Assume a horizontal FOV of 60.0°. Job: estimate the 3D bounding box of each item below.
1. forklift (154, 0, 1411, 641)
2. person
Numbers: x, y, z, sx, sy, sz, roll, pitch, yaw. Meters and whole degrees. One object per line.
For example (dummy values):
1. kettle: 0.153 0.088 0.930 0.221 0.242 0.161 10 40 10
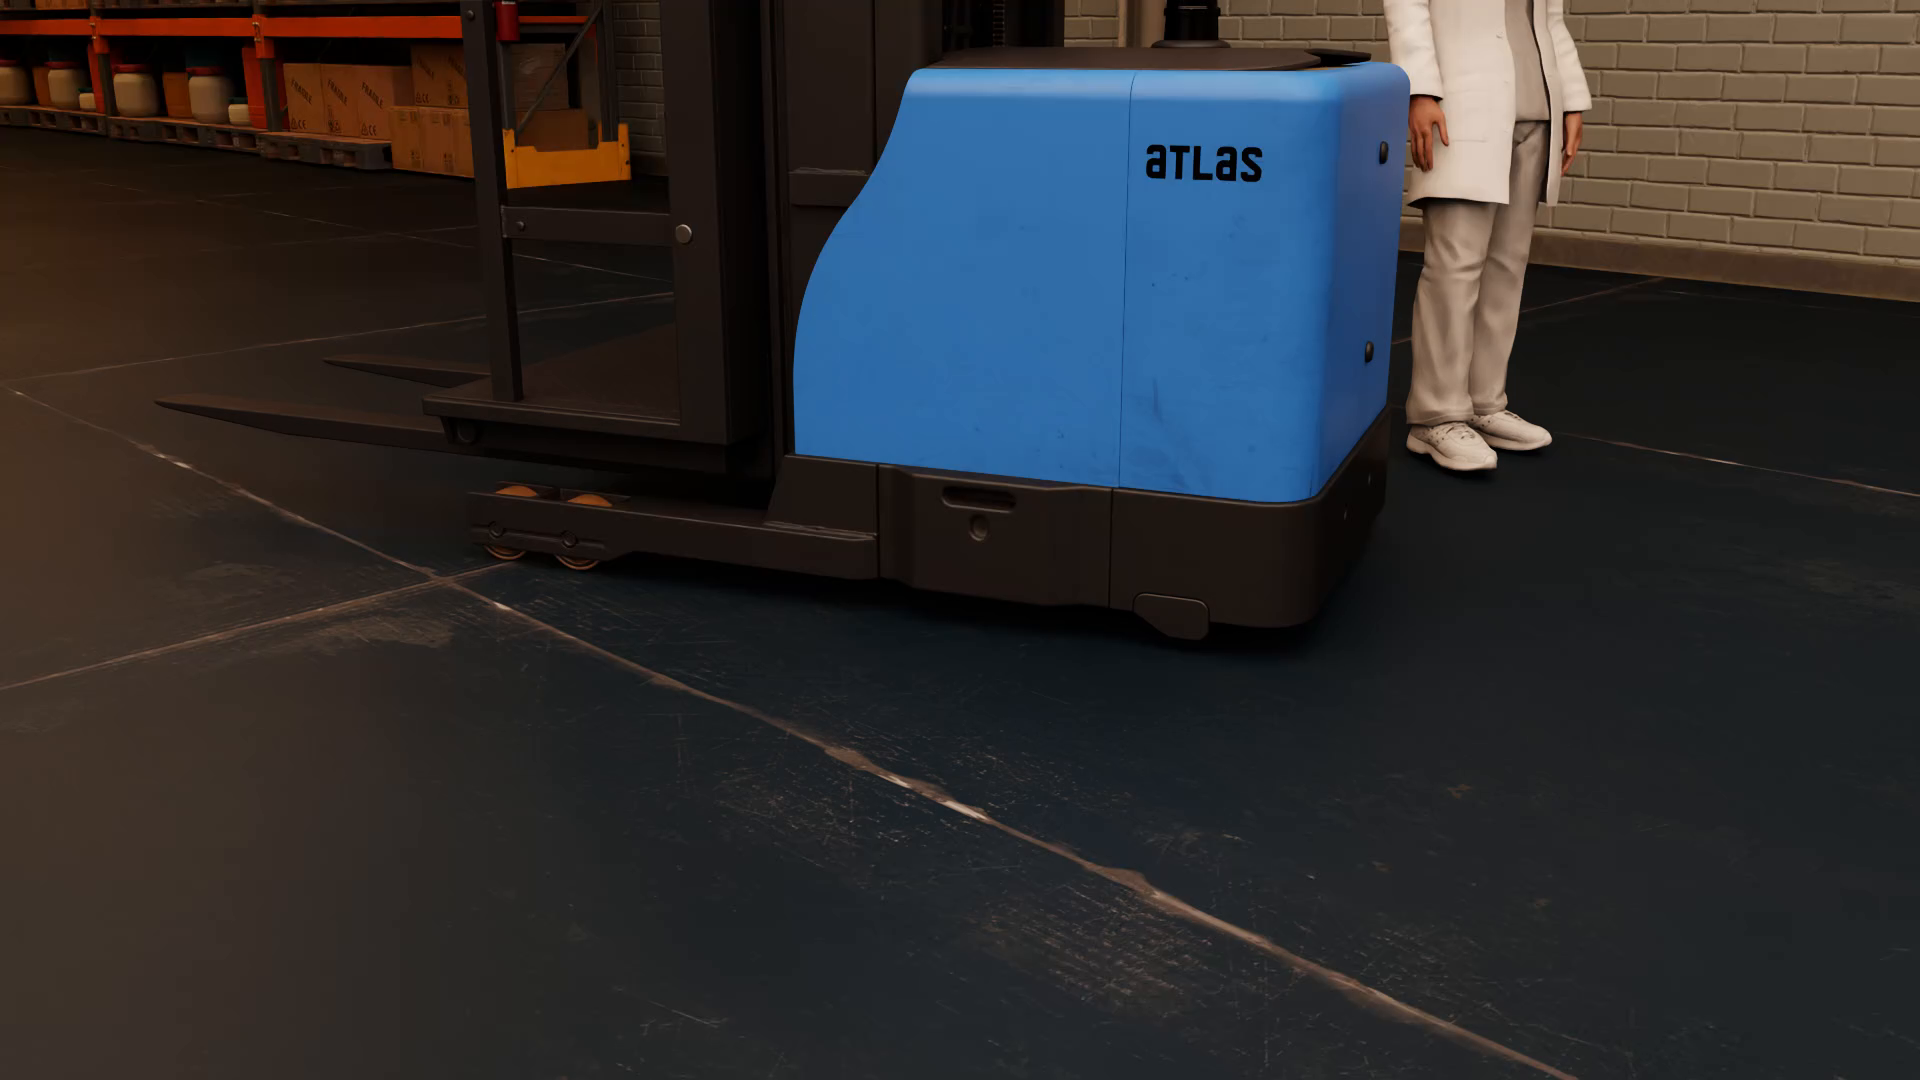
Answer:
1. forklift: -0.563 -1.469 3.684 3.031 2.935 1.130 7 18 21
2. person: 1.498 -1.122 4.492 0.698 1.779 0.578 -10 20 -28
